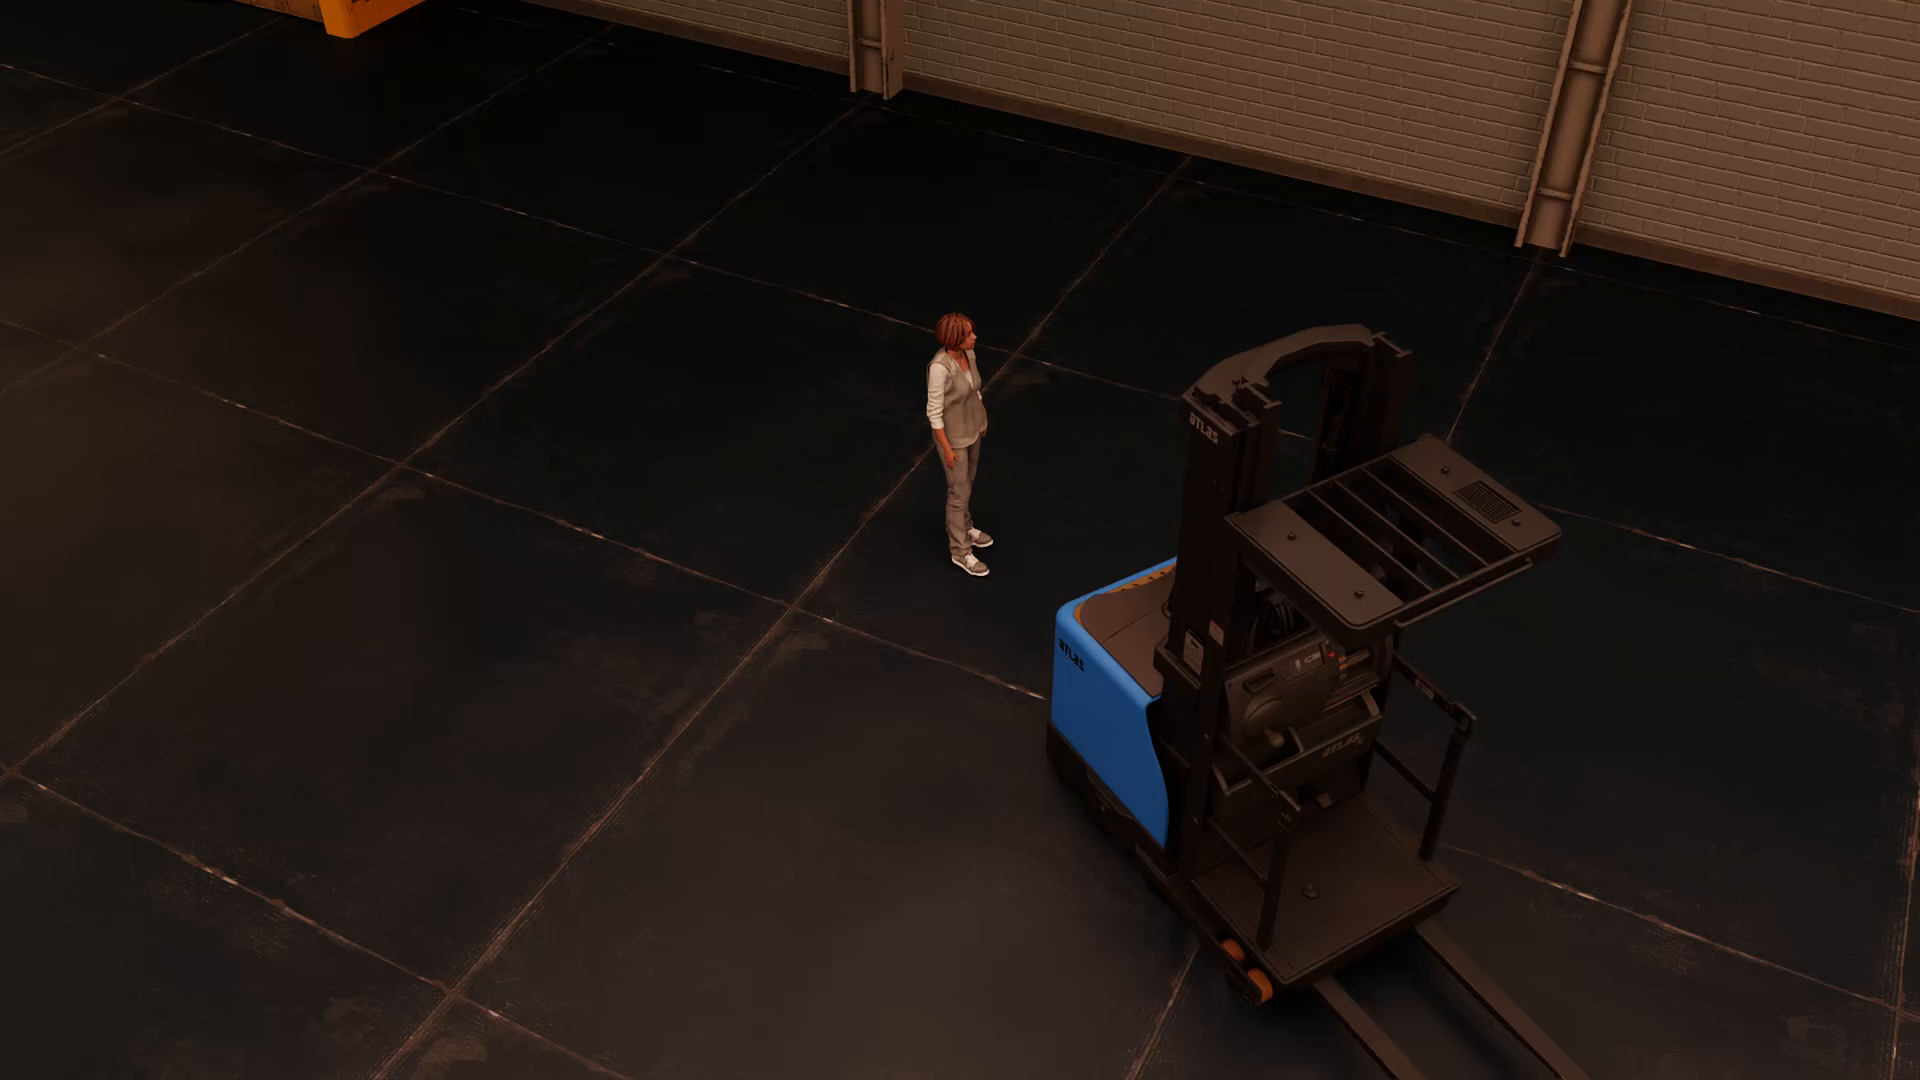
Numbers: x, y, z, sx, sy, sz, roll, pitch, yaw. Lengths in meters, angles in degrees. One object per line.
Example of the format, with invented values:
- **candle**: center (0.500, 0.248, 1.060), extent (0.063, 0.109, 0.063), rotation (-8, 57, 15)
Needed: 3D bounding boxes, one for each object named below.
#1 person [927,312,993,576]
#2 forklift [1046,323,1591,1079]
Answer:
- **person**: center (0.059, -0.587, 9.707), extent (0.475, 1.596, 0.521), rotation (18, 43, 21)
- **forklift**: center (1.651, 0.682, 7.177), extent (1.130, 2.935, 3.031), rotation (-21, 45, -23)
